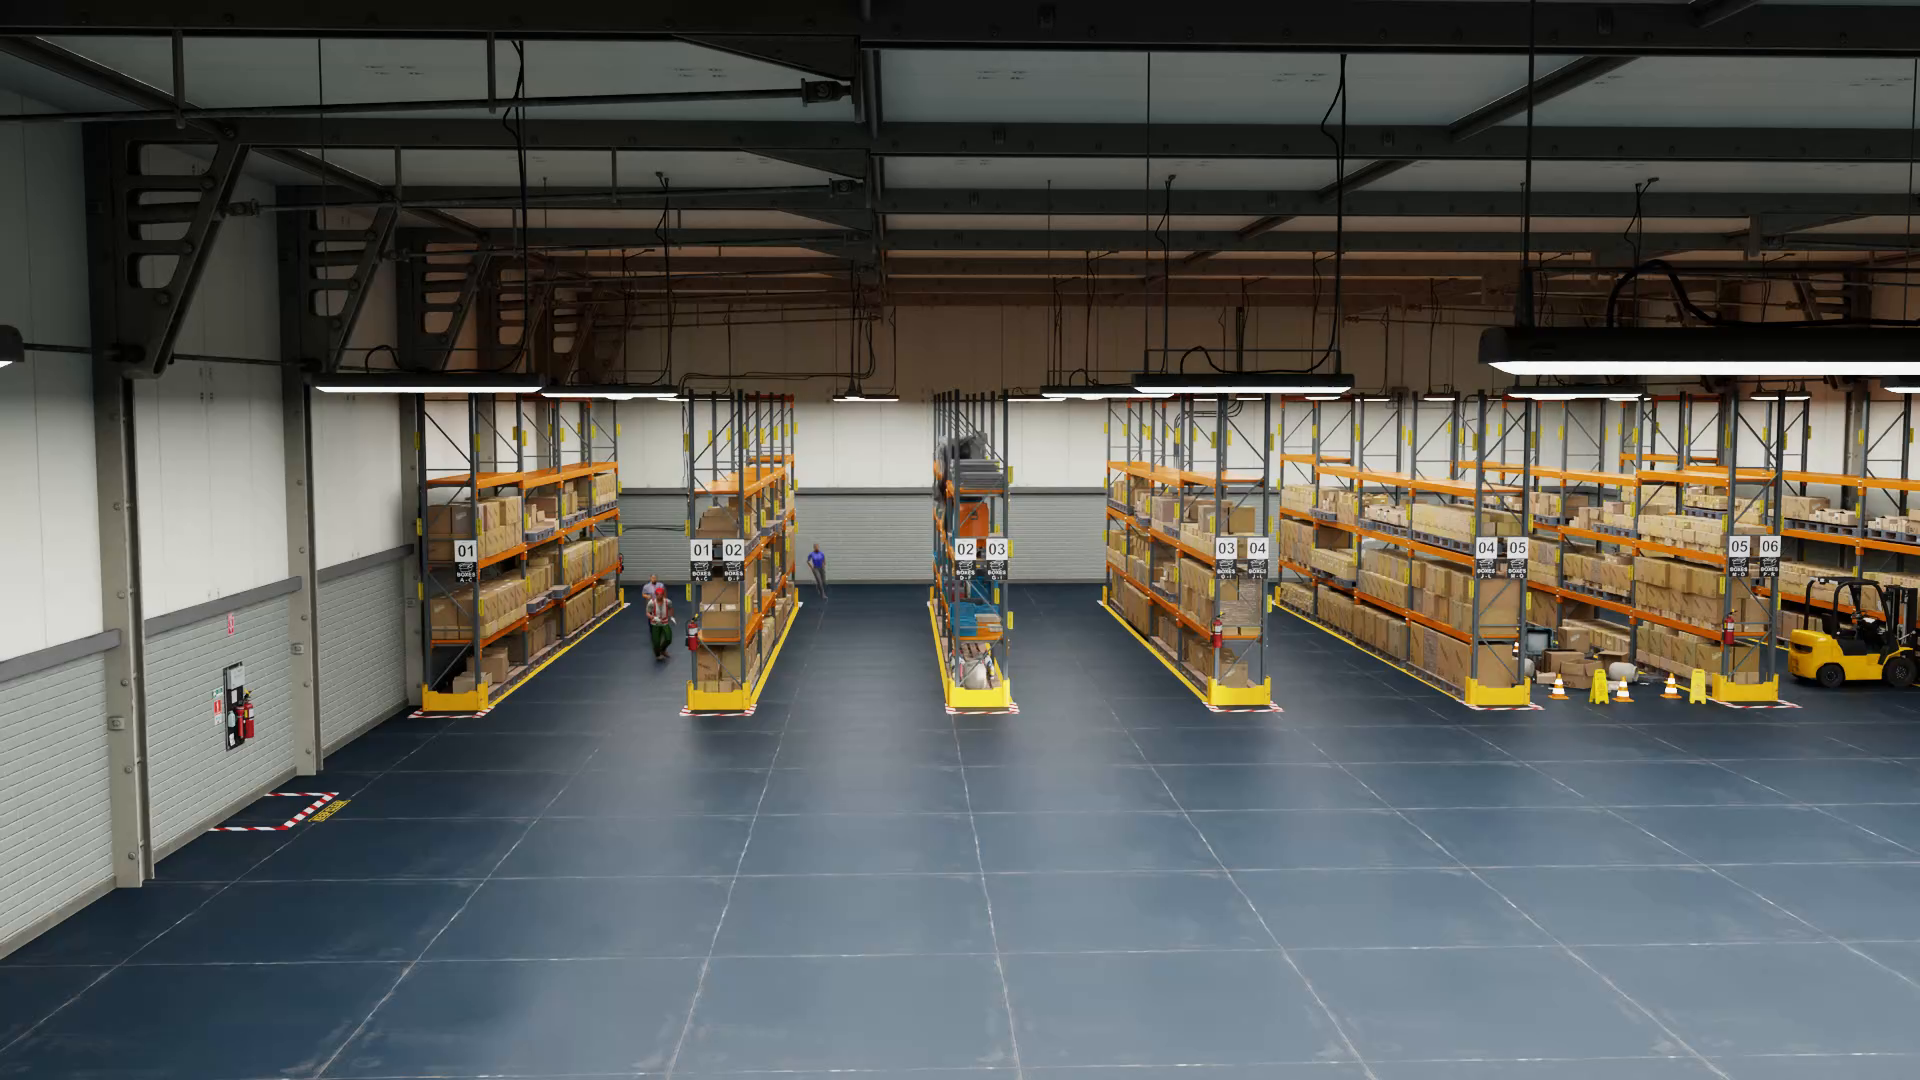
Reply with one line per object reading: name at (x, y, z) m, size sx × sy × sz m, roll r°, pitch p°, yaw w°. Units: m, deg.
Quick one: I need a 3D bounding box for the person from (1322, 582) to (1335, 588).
person at (10.903, 0.863, 49.109) m, size 0.615 × 1.719 × 0.678 m, roll -2°, pitch 5°, yaw -22°

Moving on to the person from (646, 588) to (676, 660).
person at (-6.631, 1.877, 36.926) m, size 0.699 × 1.679 × 0.806 m, roll -2°, pitch 5°, yaw -20°

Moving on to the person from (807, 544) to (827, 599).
person at (-4.239, 0.912, 49.281) m, size 0.568 × 1.620 × 0.773 m, roll -2°, pitch 5°, yaw -27°

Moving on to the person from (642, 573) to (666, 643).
person at (-7.355, 1.641, 40.006) m, size 0.560 × 1.707 × 0.842 m, roll -1°, pitch 5°, yaw -8°
